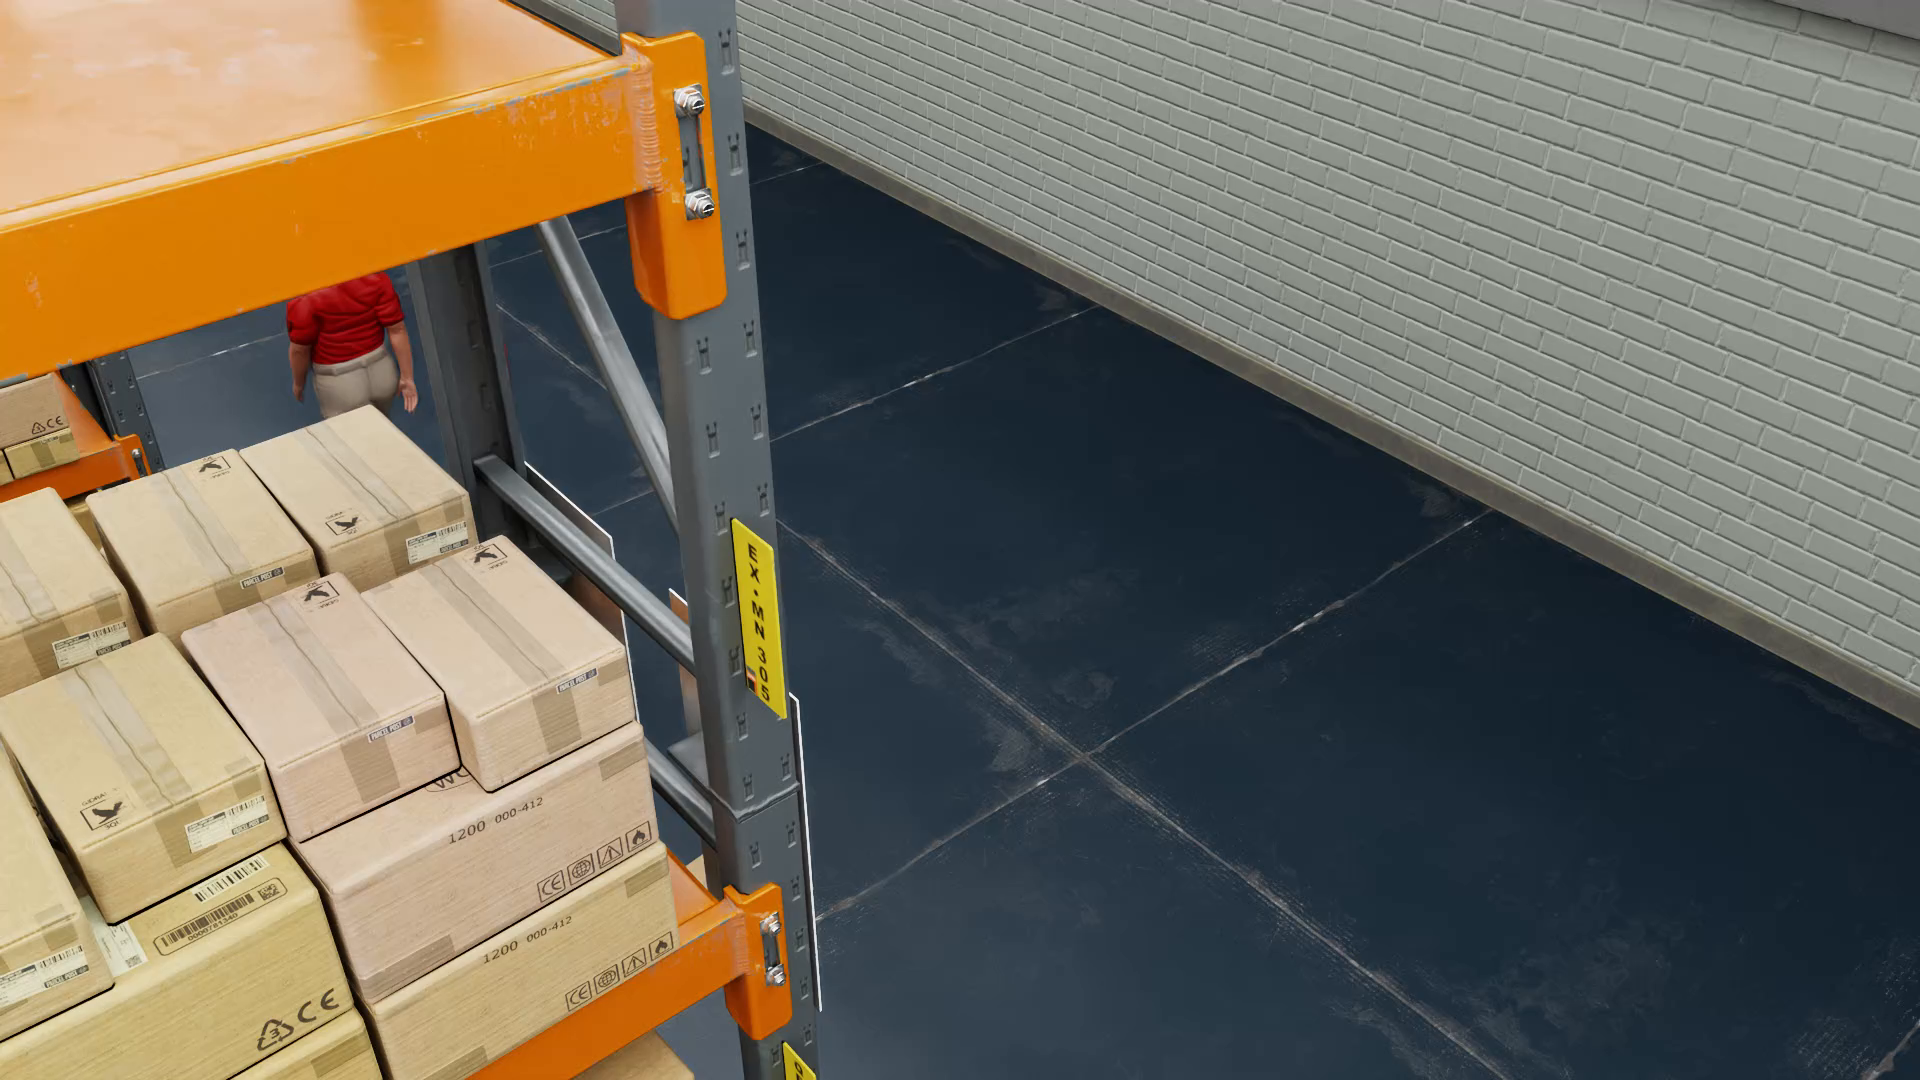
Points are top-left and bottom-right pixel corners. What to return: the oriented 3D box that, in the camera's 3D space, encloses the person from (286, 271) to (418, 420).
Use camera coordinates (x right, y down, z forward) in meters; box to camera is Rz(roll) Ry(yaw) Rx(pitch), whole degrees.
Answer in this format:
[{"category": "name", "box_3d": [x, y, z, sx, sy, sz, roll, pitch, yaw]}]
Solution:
[{"category": "person", "box_3d": [-2.979, -0.788, 8.191, 0.998, 1.682, 0.531, 28, 44, 33]}]
